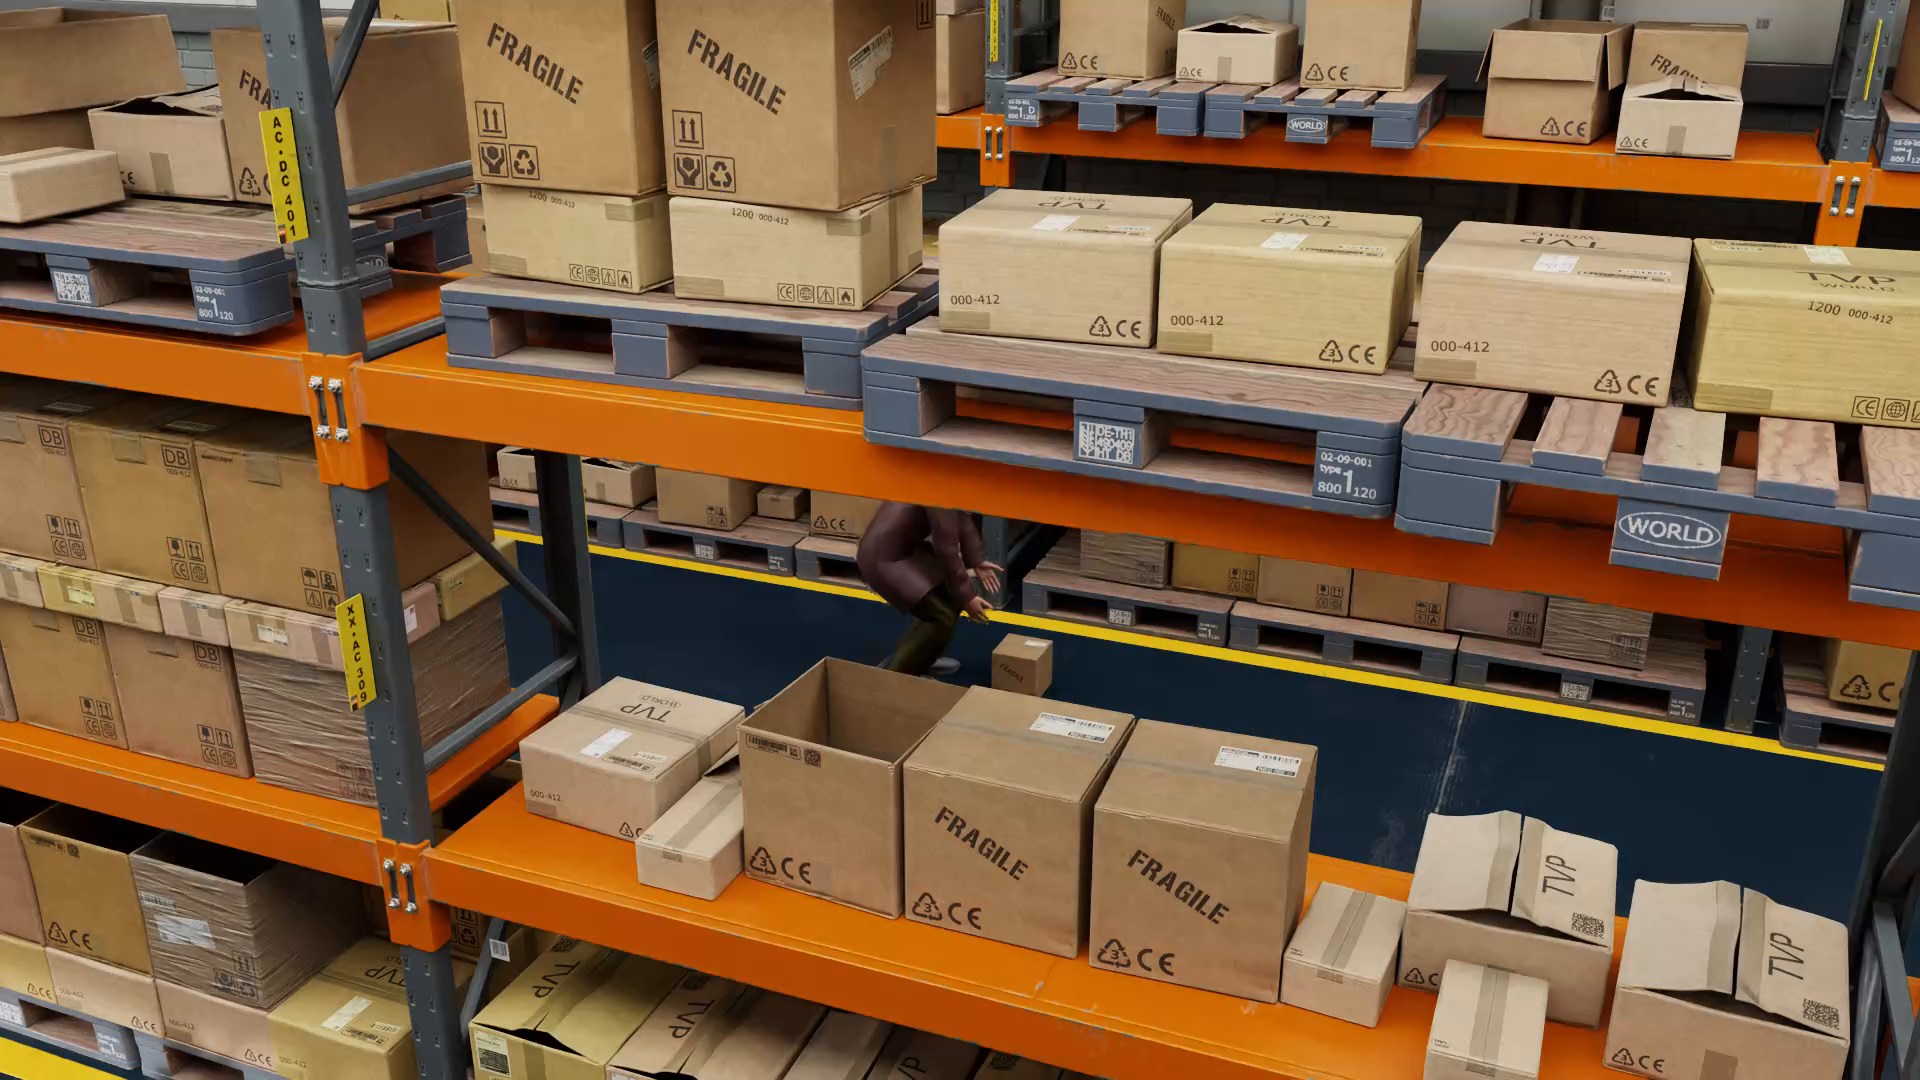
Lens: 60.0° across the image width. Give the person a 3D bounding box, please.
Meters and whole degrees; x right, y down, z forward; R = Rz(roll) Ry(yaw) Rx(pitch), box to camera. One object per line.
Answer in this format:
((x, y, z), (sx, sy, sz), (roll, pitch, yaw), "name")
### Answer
((-0.106, 0.245, 8.656), (0.867, 1.092, 0.617), (4, 22, 9), "person")
